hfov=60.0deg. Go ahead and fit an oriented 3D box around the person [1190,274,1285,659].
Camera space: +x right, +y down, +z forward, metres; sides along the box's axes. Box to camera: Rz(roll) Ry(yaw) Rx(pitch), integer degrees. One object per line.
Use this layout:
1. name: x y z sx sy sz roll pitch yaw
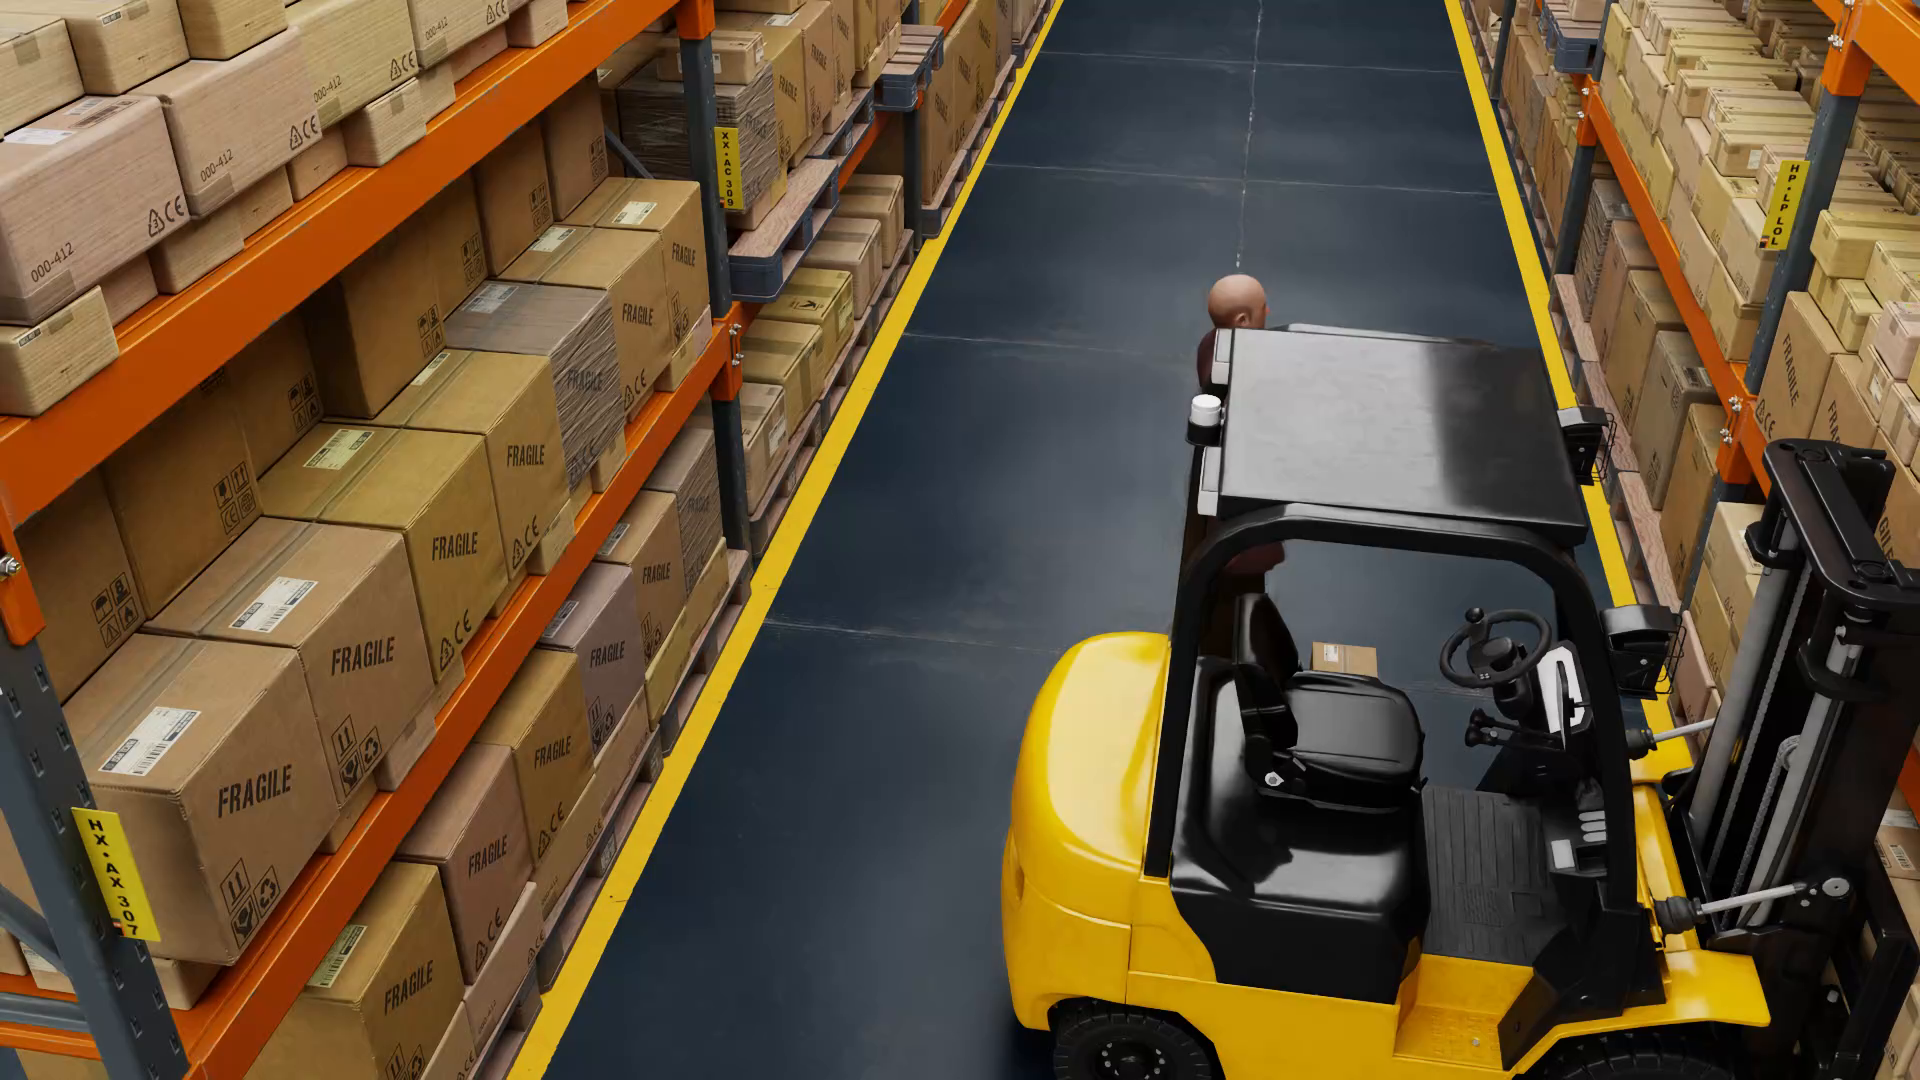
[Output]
1. person: 1.108 -0.142 6.380 0.468 1.847 0.622 2 32 2
